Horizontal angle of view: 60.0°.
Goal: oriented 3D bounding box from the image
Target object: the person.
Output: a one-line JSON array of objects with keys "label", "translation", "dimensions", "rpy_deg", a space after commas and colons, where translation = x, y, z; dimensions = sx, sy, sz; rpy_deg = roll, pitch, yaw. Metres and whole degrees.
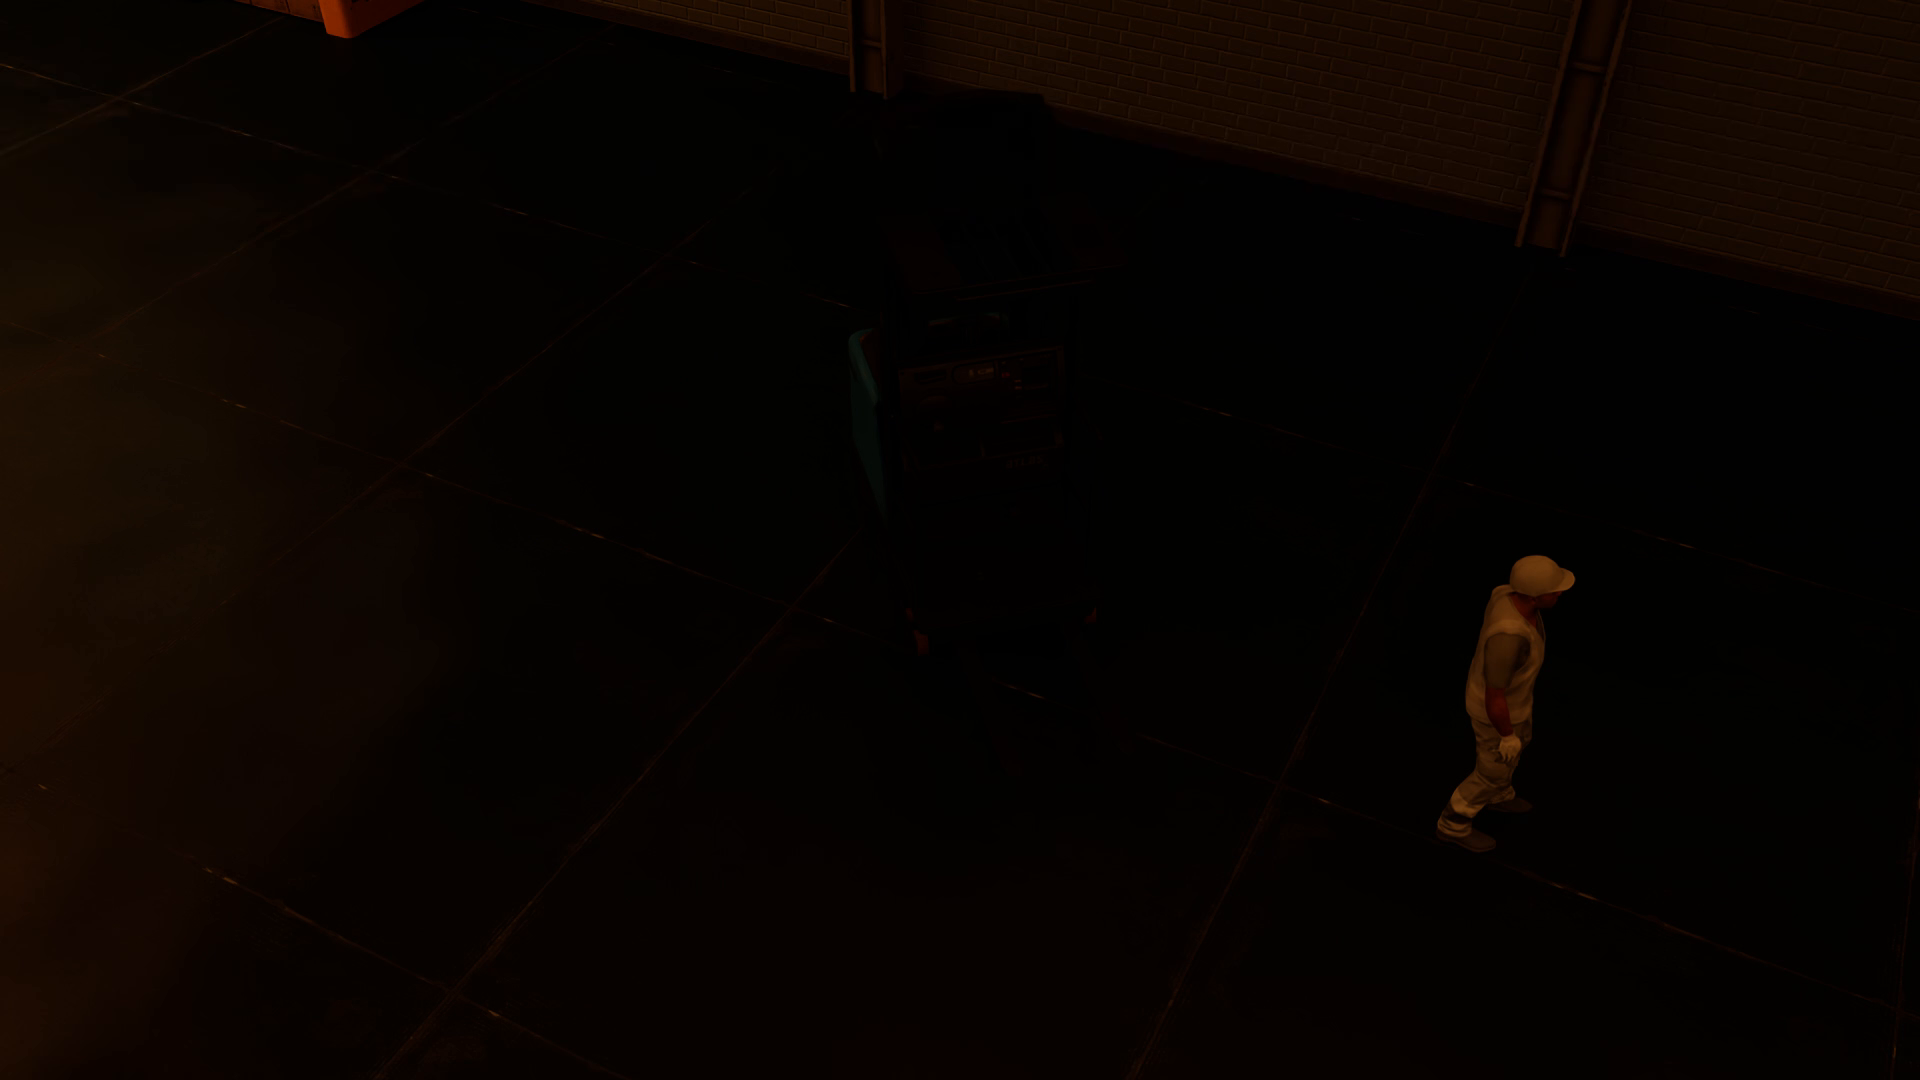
[{"label": "person", "translation": [2.664, 0.807, 7.954], "dimensions": [0.509, 1.816, 0.629], "rpy_deg": [13, 42, 14]}]

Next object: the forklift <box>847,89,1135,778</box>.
[{"label": "forklift", "translation": [0.182, -0.738, 8.863], "dimensions": [1.130, 2.935, 3.031], "rpy_deg": [-10, 41, -12]}]
